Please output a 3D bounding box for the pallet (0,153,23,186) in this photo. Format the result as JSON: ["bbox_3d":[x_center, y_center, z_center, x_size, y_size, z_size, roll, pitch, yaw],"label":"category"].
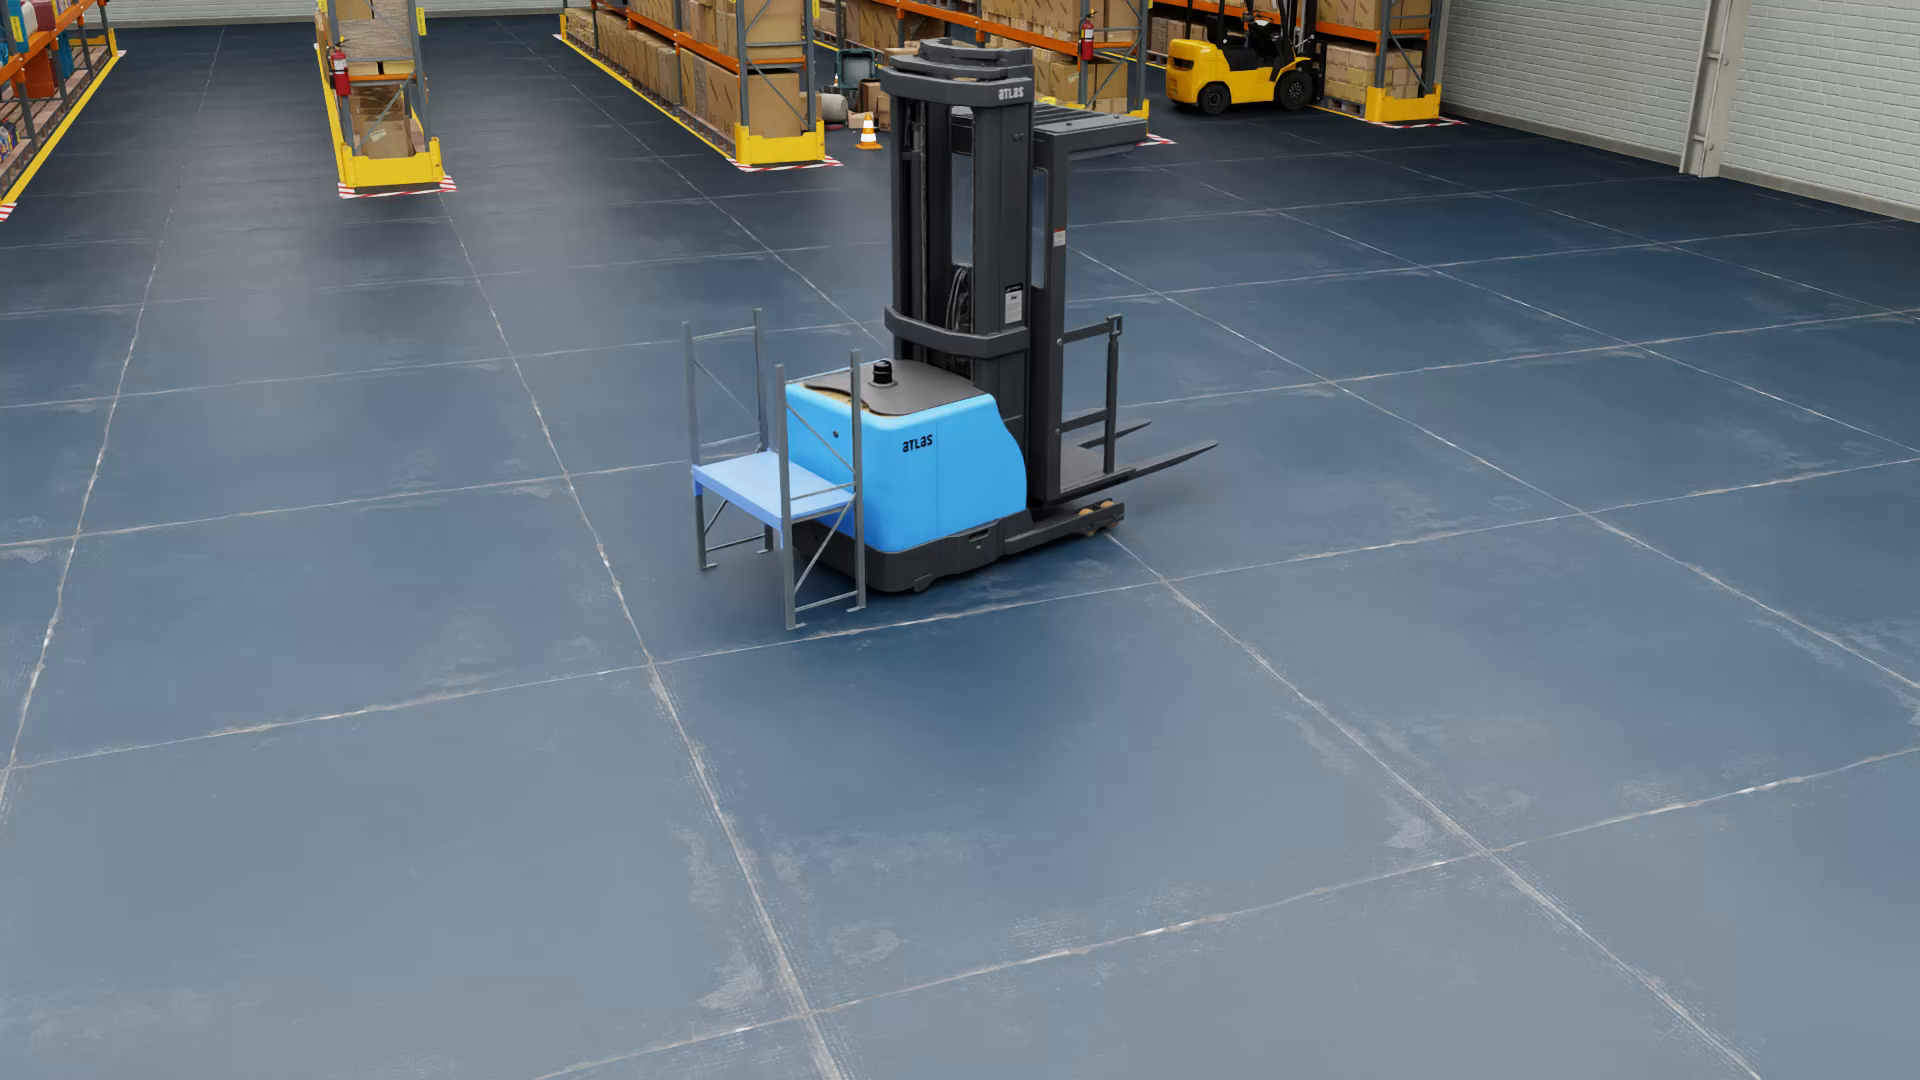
[{"bbox_3d":[-12.509,-4.659,21.031,1.003,0.211,1.213,-8,24,-19],"label":"pallet"}]

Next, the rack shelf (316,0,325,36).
[{"bbox_3d":[-10.628,-9.166,29.060,1.077,0.370,4.000,-8,24,-19],"label":"rack shelf"}]

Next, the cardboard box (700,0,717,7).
[{"bbox_3d":[-3.174,-7.798,23.306,0.875,0.550,0.500,-8,24,-19],"label":"cardboard box"}]

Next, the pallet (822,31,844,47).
[{"bbox_3d":[-2.259,-10.585,35.093,1.003,0.211,1.213,-8,24,-19],"label":"pallet"}]

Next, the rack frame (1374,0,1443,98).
[{"bbox_3d":[6.818,-7.906,25.145,1.000,3.000,0.127,-8,24,-19],"label":"rack frame"}]

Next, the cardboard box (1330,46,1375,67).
[{"bbox_3d":[6.178,-7.602,26.137,0.500,0.250,0.500,-8,24,-18],"label":"cardboard box"}]

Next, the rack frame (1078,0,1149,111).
[{"bbox_3d":[2.176,-7.223,23.526,1.000,3.000,0.127,-8,24,-19],"label":"rack frame"}]

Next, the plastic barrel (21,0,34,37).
[{"bbox_3d":[-13.843,-7.645,24.382,0.421,0.512,0.421,0,23,0],"label":"plastic barrel"}]

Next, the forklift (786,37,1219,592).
[{"bbox_3d":[0.396,-1.514,10.068,3.031,2.935,1.130,-19,29,-37],"label":"forklift"}]

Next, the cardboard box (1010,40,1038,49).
[{"bbox_3d":[0.988,-7.659,25.757,0.380,0.149,0.250,-7,24,-16],"label":"cardboard box"}]

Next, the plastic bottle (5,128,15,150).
[{"bbox_3d":[-12.480,-5.271,21.824,0.061,0.283,0.133,-7,24,-15],"label":"plastic bottle"}]

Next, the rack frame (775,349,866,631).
[{"bbox_3d":[-0.739,-0.256,8.927,0.500,1.500,0.032,-16,28,-33],"label":"rack frame"}]

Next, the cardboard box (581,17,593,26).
[{"bbox_3d":[-7.450,-10.483,33.623,0.380,0.149,0.250,-10,25,-22],"label":"cardboard box"}]

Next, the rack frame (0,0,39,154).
[{"bbox_3d":[-13.142,-6.637,22.136,1.000,3.000,0.127,-8,24,-19],"label":"rack frame"}]

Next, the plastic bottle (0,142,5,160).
[{"bbox_3d":[-12.199,-4.955,21.092,0.097,0.271,0.097,0,23,0],"label":"plastic bottle"}]

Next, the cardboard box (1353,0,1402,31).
[{"bbox_3d":[6.399,-8.094,25.464,0.500,0.500,0.500,-9,24,-20],"label":"cardboard box"}]

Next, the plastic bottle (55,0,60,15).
[{"bbox_3d":[-14.948,-8.832,27.406,0.144,0.351,0.185,-8,24,-19],"label":"plastic bottle"}]

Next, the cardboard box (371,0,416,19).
[{"bbox_3d":[-7.035,-6.745,20.591,0.500,0.500,0.500,-8,24,-19],"label":"cardboard box"}]

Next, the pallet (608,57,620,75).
[{"bbox_3d":[-5.947,-8.856,30.990,1.003,0.211,1.213,-8,24,-19],"label":"pallet"}]

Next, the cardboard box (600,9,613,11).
[{"bbox_3d":[-7.402,-11.141,35.186,0.380,0.149,0.250,-9,24,-20],"label":"cardboard box"}]

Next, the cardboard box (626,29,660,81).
[{"bbox_3d":[-5.114,-8.337,28.525,1.050,0.750,0.750,-9,24,-20],"label":"cardboard box"}]

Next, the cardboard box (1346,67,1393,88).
[{"bbox_3d":[6.354,-7.196,25.818,0.500,0.250,0.500,-9,24,-20],"label":"cardboard box"}]

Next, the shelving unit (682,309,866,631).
[{"bbox_3d":[-1.040,-0.416,9.305,0.538,1.500,1.048,-16,28,-33],"label":"shelving unit"}]

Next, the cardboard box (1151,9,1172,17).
[{"bbox_3d":[4.031,-10.485,33.108,0.380,0.149,0.250,-8,24,-17],"label":"cardboard box"}]

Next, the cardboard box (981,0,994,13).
[{"bbox_3d":[0.657,-8.662,26.427,0.500,0.500,0.500,-8,24,-19],"label":"cardboard box"}]

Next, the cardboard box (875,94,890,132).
[{"bbox_3d":[-0.813,-6.364,24.701,0.637,0.503,0.797,12,26,27],"label":"cardboard box"}]

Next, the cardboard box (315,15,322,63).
[{"bbox_3d":[-10.773,-8.884,29.660,1.225,0.875,0.875,-9,25,-21],"label":"cardboard box"}]

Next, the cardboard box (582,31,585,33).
[{"bbox_3d":[-7.511,-10.323,34.010,0.380,0.149,0.250,-8,24,-18],"label":"cardboard box"}]

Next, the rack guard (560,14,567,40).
[{"bbox_3d":[-8.045,-11.141,36.040,1.175,0.500,0.348,-8,24,-19],"label":"rack guard"}]

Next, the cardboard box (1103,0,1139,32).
[{"bbox_3d":[2.268,-7.617,23.947,0.500,0.500,0.500,-9,24,-20],"label":"cardboard box"}]

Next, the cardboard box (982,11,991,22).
[{"bbox_3d":[0.574,-8.402,26.647,0.380,0.149,0.250,-8,24,-19],"label":"cardboard box"}]

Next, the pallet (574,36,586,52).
[{"bbox_3d":[-7.364,-10.266,34.335,1.003,0.211,1.213,-8,24,-19],"label":"pallet"}]

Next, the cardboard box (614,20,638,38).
[{"bbox_3d":[-5.921,-9.196,29.918,0.500,0.250,0.500,-8,24,-18],"label":"cardboard box"}]

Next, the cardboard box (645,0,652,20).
[{"bbox_3d":[-4.805,-8.711,26.927,0.500,0.500,0.500,-9,24,-20],"label":"cardboard box"}]

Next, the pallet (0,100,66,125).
[{"bbox_3d":[-14.318,-6.519,25.445,1.003,0.211,1.213,-8,24,-19],"label":"pallet"}]

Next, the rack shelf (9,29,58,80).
[{"bbox_3d":[-13.848,-7.033,23.999,1.077,0.370,4.000,-8,24,-19],"label":"rack shelf"}]

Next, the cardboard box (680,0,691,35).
[{"bbox_3d":[-3.691,-7.897,24.932,0.875,0.550,0.550,-8,24,-19],"label":"cardboard box"}]

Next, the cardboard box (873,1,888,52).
[{"bbox_3d":[-1.128,-9.931,32.146,0.875,0.875,0.875,-8,24,-18],"label":"cardboard box"}]

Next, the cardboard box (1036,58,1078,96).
[{"bbox_3d":[1.461,-6.940,24.887,0.500,0.500,0.500,-7,24,-17],"label":"cardboard box"}]

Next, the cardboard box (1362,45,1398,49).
[{"bbox_3d":[6.646,-7.674,26.309,0.500,0.250,0.500,-8,24,-19],"label":"cardboard box"}]

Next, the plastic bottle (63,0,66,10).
[{"bbox_3d":[-15.272,-9.165,28.197,0.144,0.351,0.185,-8,24,-19],"label":"plastic bottle"}]

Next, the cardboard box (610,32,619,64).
[{"bbox_3d":[-6.104,-9.038,30.509,0.500,0.500,0.500,-9,25,-21],"label":"cardboard box"}]

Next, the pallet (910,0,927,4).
[{"bbox_3d":[-0.299,-9.797,29.880,1.213,0.211,1.003,-8,24,-19],"label":"pallet"}]

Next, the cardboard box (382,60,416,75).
[{"bbox_3d":[-6.973,-5.884,20.672,0.380,0.149,0.250,-8,24,-19],"label":"cardboard box"}]

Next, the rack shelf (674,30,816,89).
[{"bbox_3d":[-3.126,-6.903,23.691,1.077,0.370,4.000,-8,24,-19],"label":"rack shelf"}]

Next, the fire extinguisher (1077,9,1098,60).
[{"bbox_3d":[1.785,-7.083,23.292,0.296,0.674,0.183,-8,24,-19],"label":"fire extinguisher"}]

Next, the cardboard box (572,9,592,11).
[{"bbox_3d":[-7.994,-11.154,35.216,0.380,0.149,0.250,-8,24,-18],"label":"cardboard box"}]

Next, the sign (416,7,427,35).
[{"bbox_3d":[-6.588,-6.337,20.308,0.100,0.325,0.005,-8,24,-19],"label":"sign"}]

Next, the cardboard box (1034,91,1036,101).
[{"bbox_3d":[1.273,-6.785,25.486,0.500,0.250,0.500,-9,25,-21],"label":"cardboard box"}]
